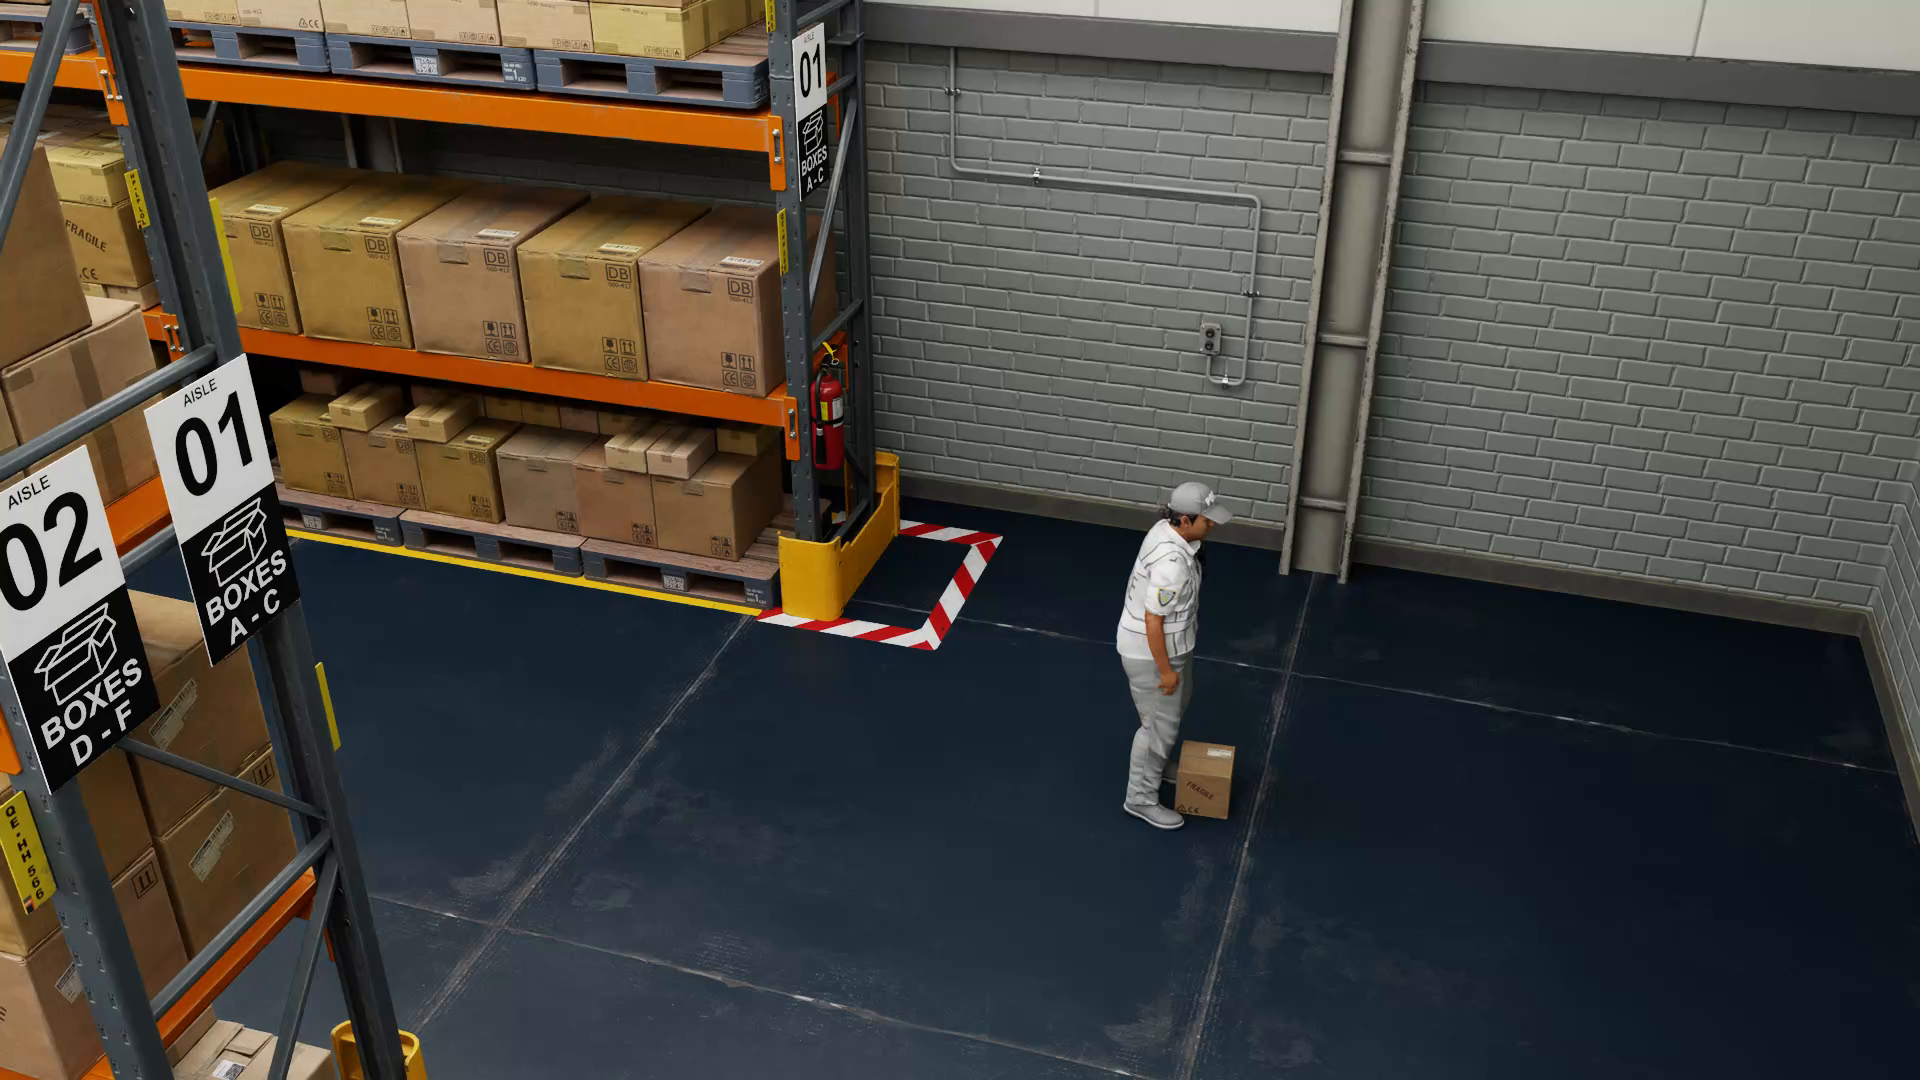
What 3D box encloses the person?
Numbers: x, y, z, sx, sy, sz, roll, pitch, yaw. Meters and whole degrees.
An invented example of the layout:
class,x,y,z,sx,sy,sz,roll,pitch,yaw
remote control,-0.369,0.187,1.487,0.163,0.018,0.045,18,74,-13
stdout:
class,x,y,z,sx,sy,sz,roll,pitch,yaw
person,0.957,0.492,7.619,0.466,1.667,0.560,7,30,13
